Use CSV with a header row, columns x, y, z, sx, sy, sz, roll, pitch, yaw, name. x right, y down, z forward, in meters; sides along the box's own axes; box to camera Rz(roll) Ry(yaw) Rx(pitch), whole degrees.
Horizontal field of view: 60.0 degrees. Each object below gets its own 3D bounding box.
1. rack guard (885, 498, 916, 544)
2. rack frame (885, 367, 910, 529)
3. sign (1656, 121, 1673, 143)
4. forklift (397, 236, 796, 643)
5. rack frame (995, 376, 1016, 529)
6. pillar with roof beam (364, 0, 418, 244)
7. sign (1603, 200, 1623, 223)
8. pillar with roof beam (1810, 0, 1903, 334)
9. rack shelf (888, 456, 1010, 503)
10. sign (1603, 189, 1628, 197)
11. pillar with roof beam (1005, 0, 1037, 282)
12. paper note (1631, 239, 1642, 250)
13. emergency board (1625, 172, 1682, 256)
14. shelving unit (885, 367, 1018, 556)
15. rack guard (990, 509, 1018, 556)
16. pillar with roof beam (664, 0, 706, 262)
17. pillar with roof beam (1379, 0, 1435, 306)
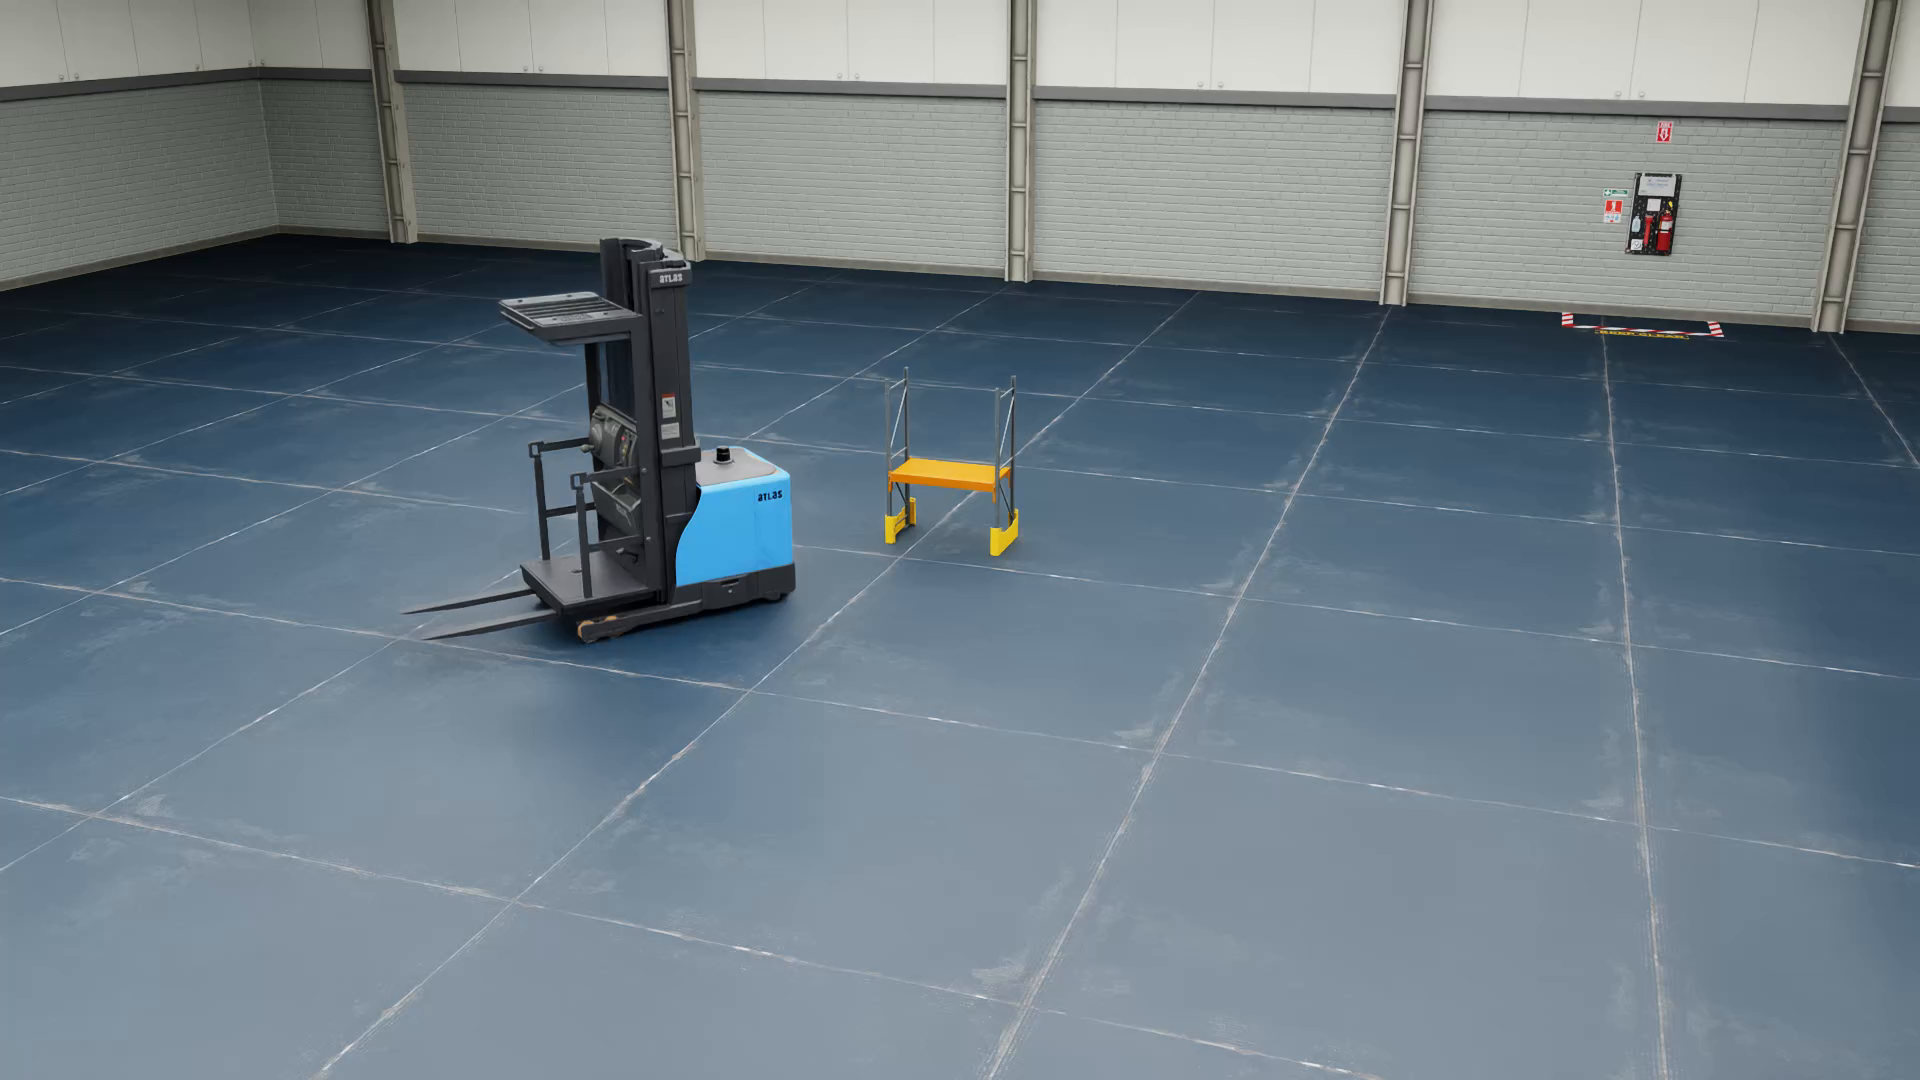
x,y,z,sx,sy,sz,roll,pitch,yaw,name
-0.542,-0.180,15.213,0.087,0.250,0.587,7,20,18,rack guard
-0.561,-0.772,15.013,0.032,1.500,0.500,7,20,18,rack frame
10.008,-5.795,23.623,0.199,0.298,0.001,7,20,18,sign
-2.880,-0.791,12.892,3.031,2.935,1.130,-11,22,-30,forklift
0.400,-0.663,14.698,0.032,1.500,0.500,7,20,18,rack frame
-11.779,-8.477,25.723,0.400,9.000,9.100,7,20,18,pillar with roof beam
9.494,-4.777,24.170,0.234,0.329,0.001,7,20,18,sign
10.892,-5.884,18.286,0.400,9.000,9.100,7,20,18,pillar with roof beam
-0.081,-0.548,14.915,1.000,0.185,0.538,7,20,18,rack shelf
9.495,-5.024,24.074,0.331,0.109,0.001,7,20,18,sign
-0.444,-7.180,22.004,0.400,9.000,9.100,7,20,18,pillar with roof beam
9.838,-4.293,24.174,0.142,0.148,0.016,7,20,18,paper note
9.983,-4.669,23.913,0.643,1.169,0.194,7,20,18,emergency board
-0.072,-0.716,14.853,1.083,1.500,0.587,7,20,18,shelving unit
0.398,-0.072,14.904,0.087,0.250,0.587,7,20,18,rack guard
-6.112,-7.829,23.863,0.400,9.000,9.100,7,20,18,pillar with roof beam
5.224,-6.532,20.145,0.400,9.000,9.100,7,20,18,pillar with roof beam
